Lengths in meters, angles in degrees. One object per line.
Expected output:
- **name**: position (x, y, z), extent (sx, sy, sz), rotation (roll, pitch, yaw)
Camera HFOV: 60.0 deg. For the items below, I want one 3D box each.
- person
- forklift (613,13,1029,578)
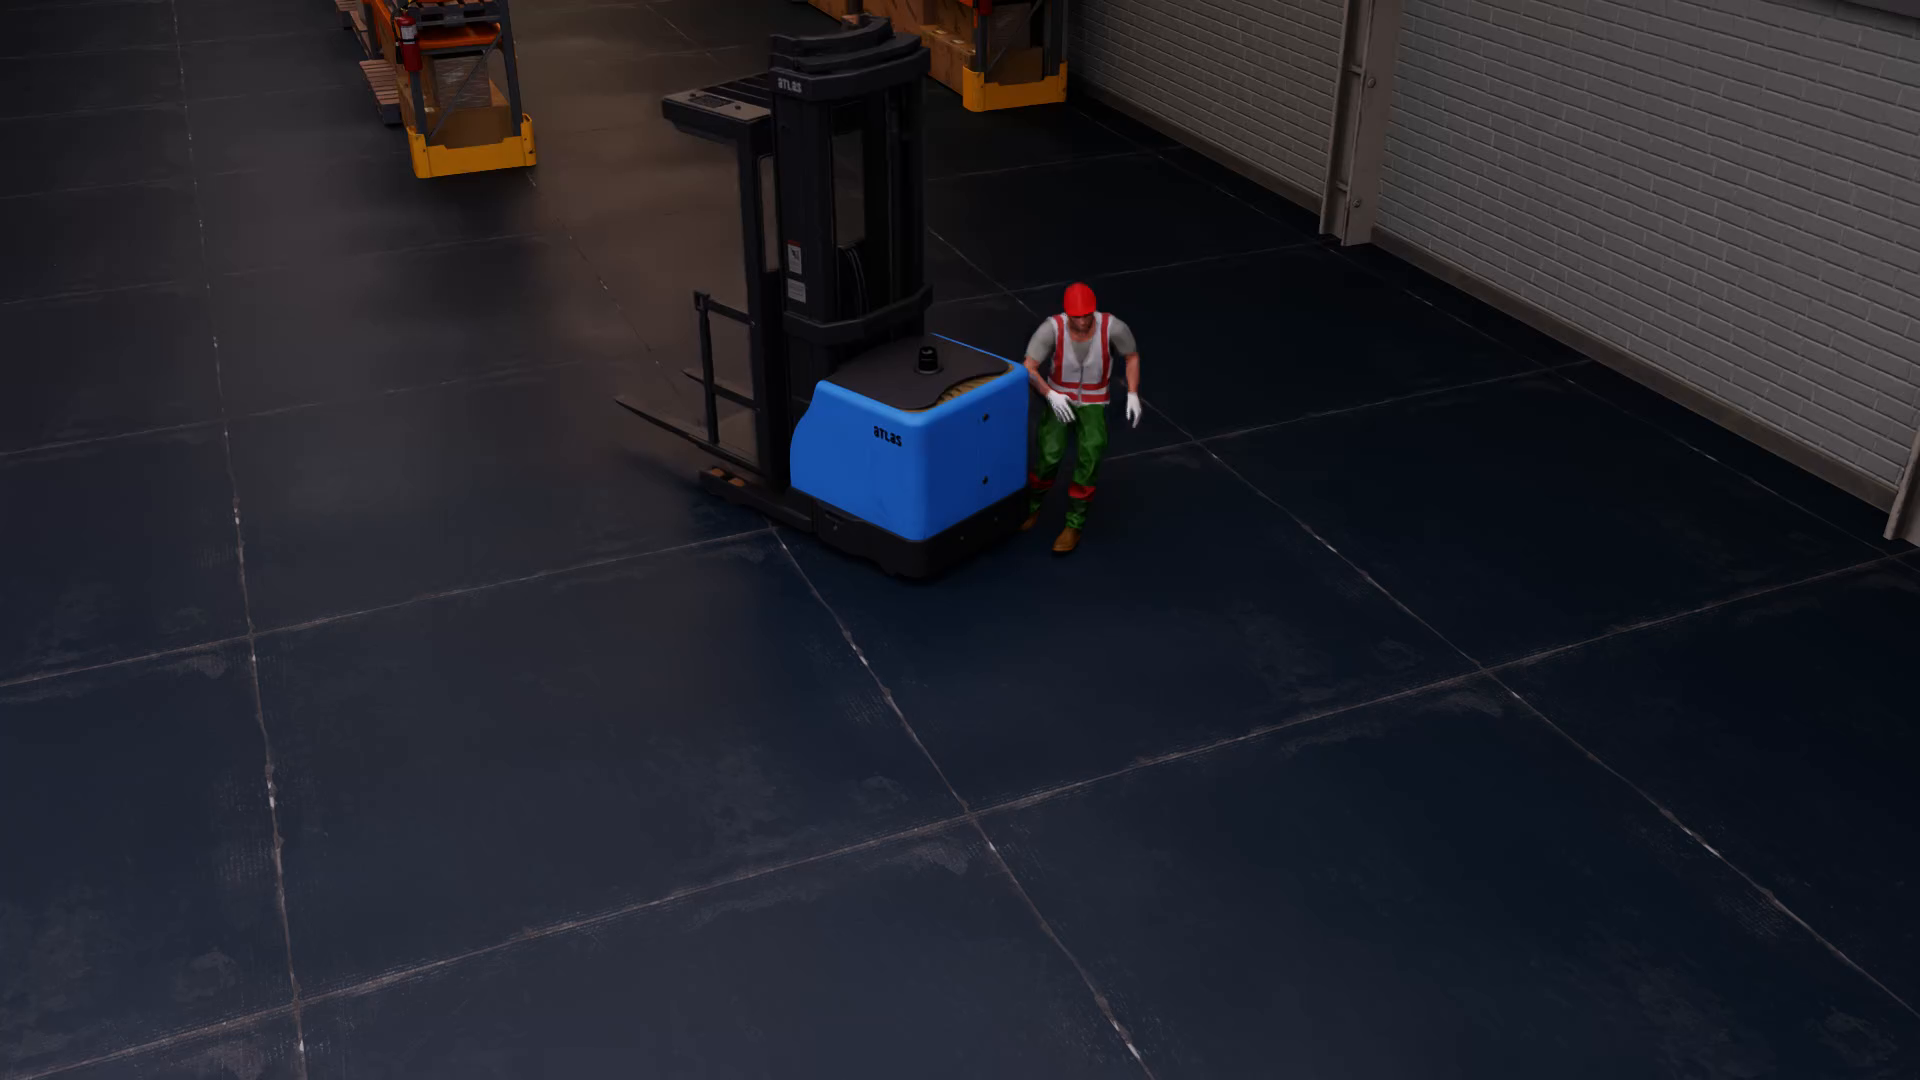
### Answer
- **person**: position (0.717, -0.748, 9.930), extent (0.799, 1.557, 0.924), rotation (-1, 30, -1)
- **forklift**: position (-1.012, -1.665, 10.032), extent (3.031, 2.935, 1.130), rotation (24, 38, 36)
